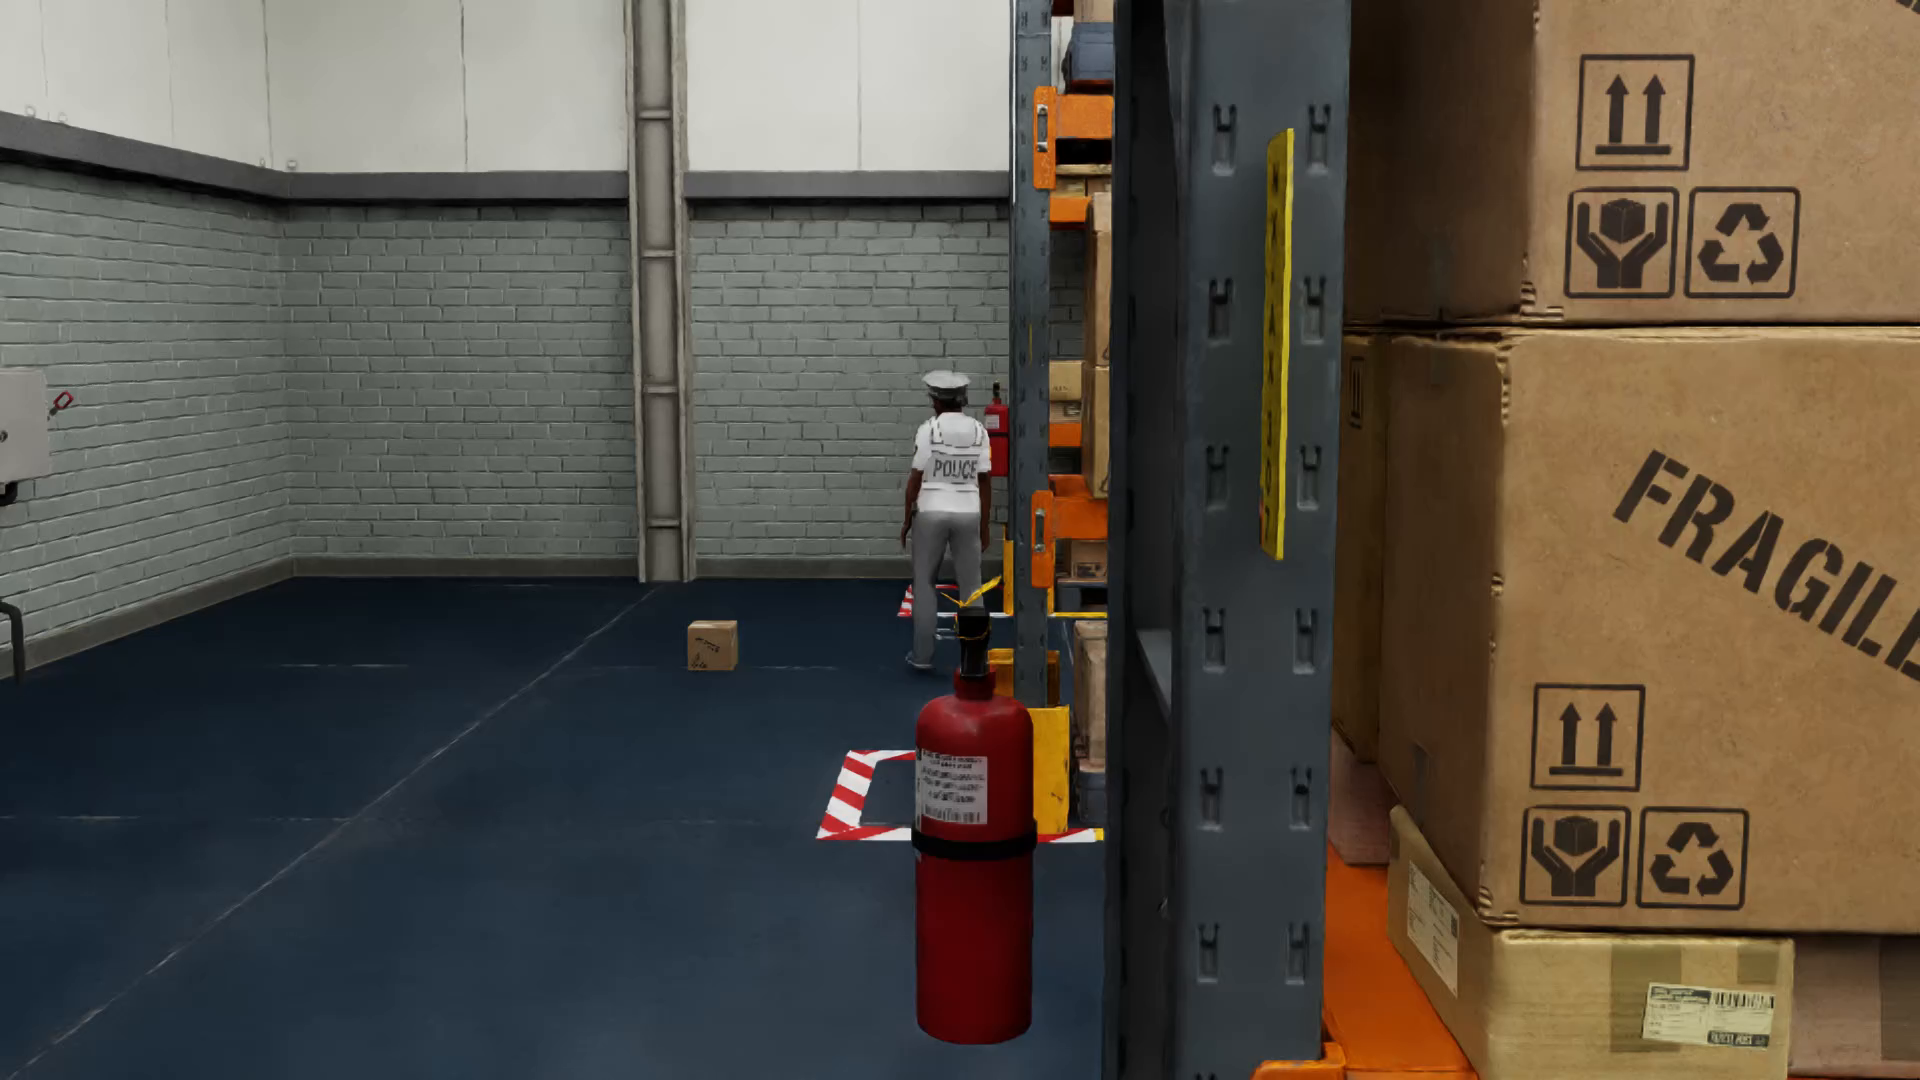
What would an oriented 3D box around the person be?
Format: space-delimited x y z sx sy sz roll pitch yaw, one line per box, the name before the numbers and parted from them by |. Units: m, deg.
person | -0.068 -0.096 9.315 0.535 1.673 0.439 -2 8 -18
